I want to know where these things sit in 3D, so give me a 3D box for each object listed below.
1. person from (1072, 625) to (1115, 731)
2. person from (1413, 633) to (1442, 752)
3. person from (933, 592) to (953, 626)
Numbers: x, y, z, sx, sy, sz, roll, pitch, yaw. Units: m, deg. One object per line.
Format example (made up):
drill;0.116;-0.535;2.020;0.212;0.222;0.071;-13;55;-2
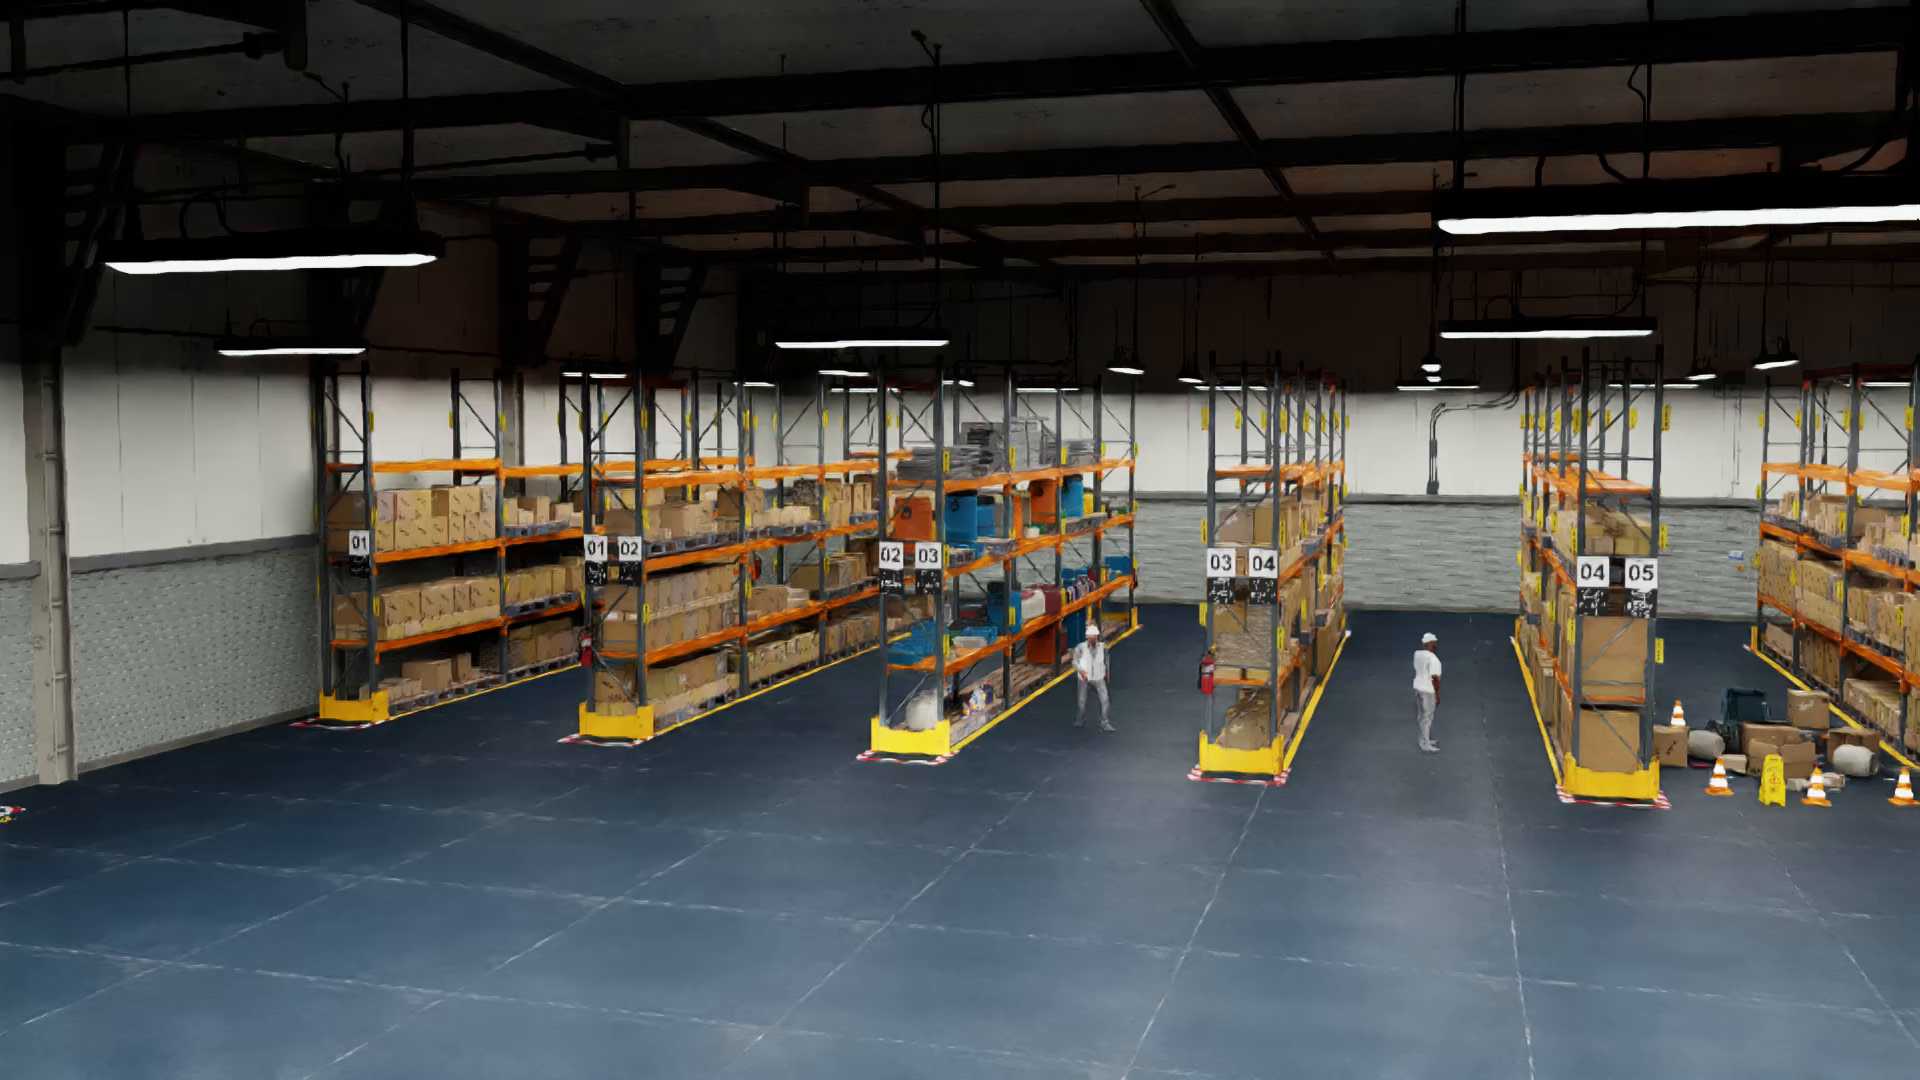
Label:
person;2.146;2.213;27.011;0.682;1.713;0.844;0;4;-1
person;7.153;2.292;25.301;0.463;1.772;0.649;-1;4;-13
person;-0.346;1.813;33.309;0.534;1.589;0.522;4;5;42
